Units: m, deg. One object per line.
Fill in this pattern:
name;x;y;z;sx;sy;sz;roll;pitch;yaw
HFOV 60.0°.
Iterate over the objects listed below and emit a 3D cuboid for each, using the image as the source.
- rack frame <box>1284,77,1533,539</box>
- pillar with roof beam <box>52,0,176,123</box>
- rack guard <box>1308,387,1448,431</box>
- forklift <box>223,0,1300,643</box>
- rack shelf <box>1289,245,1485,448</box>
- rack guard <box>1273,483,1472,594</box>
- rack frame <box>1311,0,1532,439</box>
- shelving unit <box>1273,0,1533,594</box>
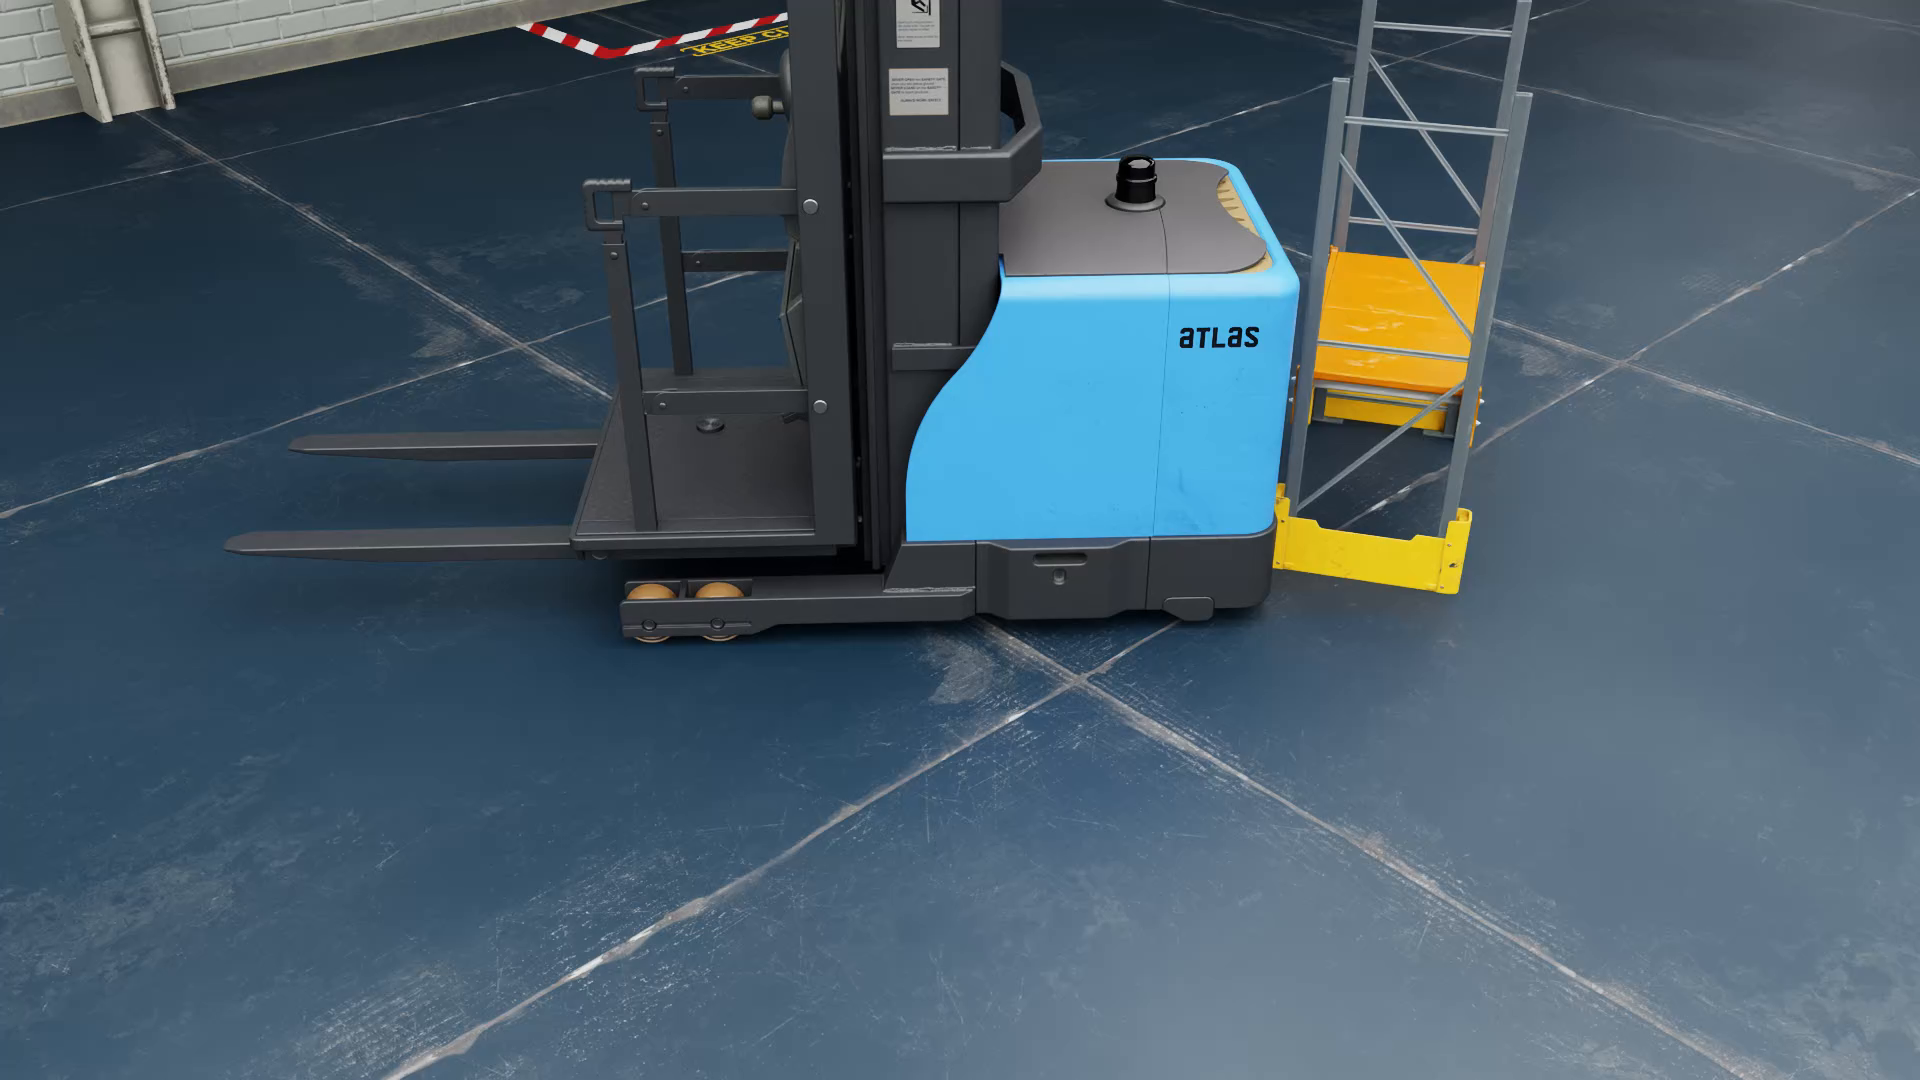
rack frame;1.215;-0.528;4.677;0.500;1.500;0.032;9;32;14
pillar with roof beam;-1.624;-4.555;4.073;0.400;9.000;9.100;-26;40;-35
rack guard;1.499;-0.504;5.834;0.587;0.250;0.087;9;32;14
forklift;-0.622;-1.238;4.465;3.031;2.935;1.130;-1;31;-2
rack shelf;1.357;-0.630;5.187;0.538;0.185;1.000;9;32;14
rack guard;1.221;-0.005;5.018;0.587;0.250;0.087;9;32;14
rack frame;1.500;-1.038;5.509;0.500;1.500;0.032;9;32;14
shelving unit;1.360;-0.788;5.100;0.587;1.500;1.083;9;32;14
